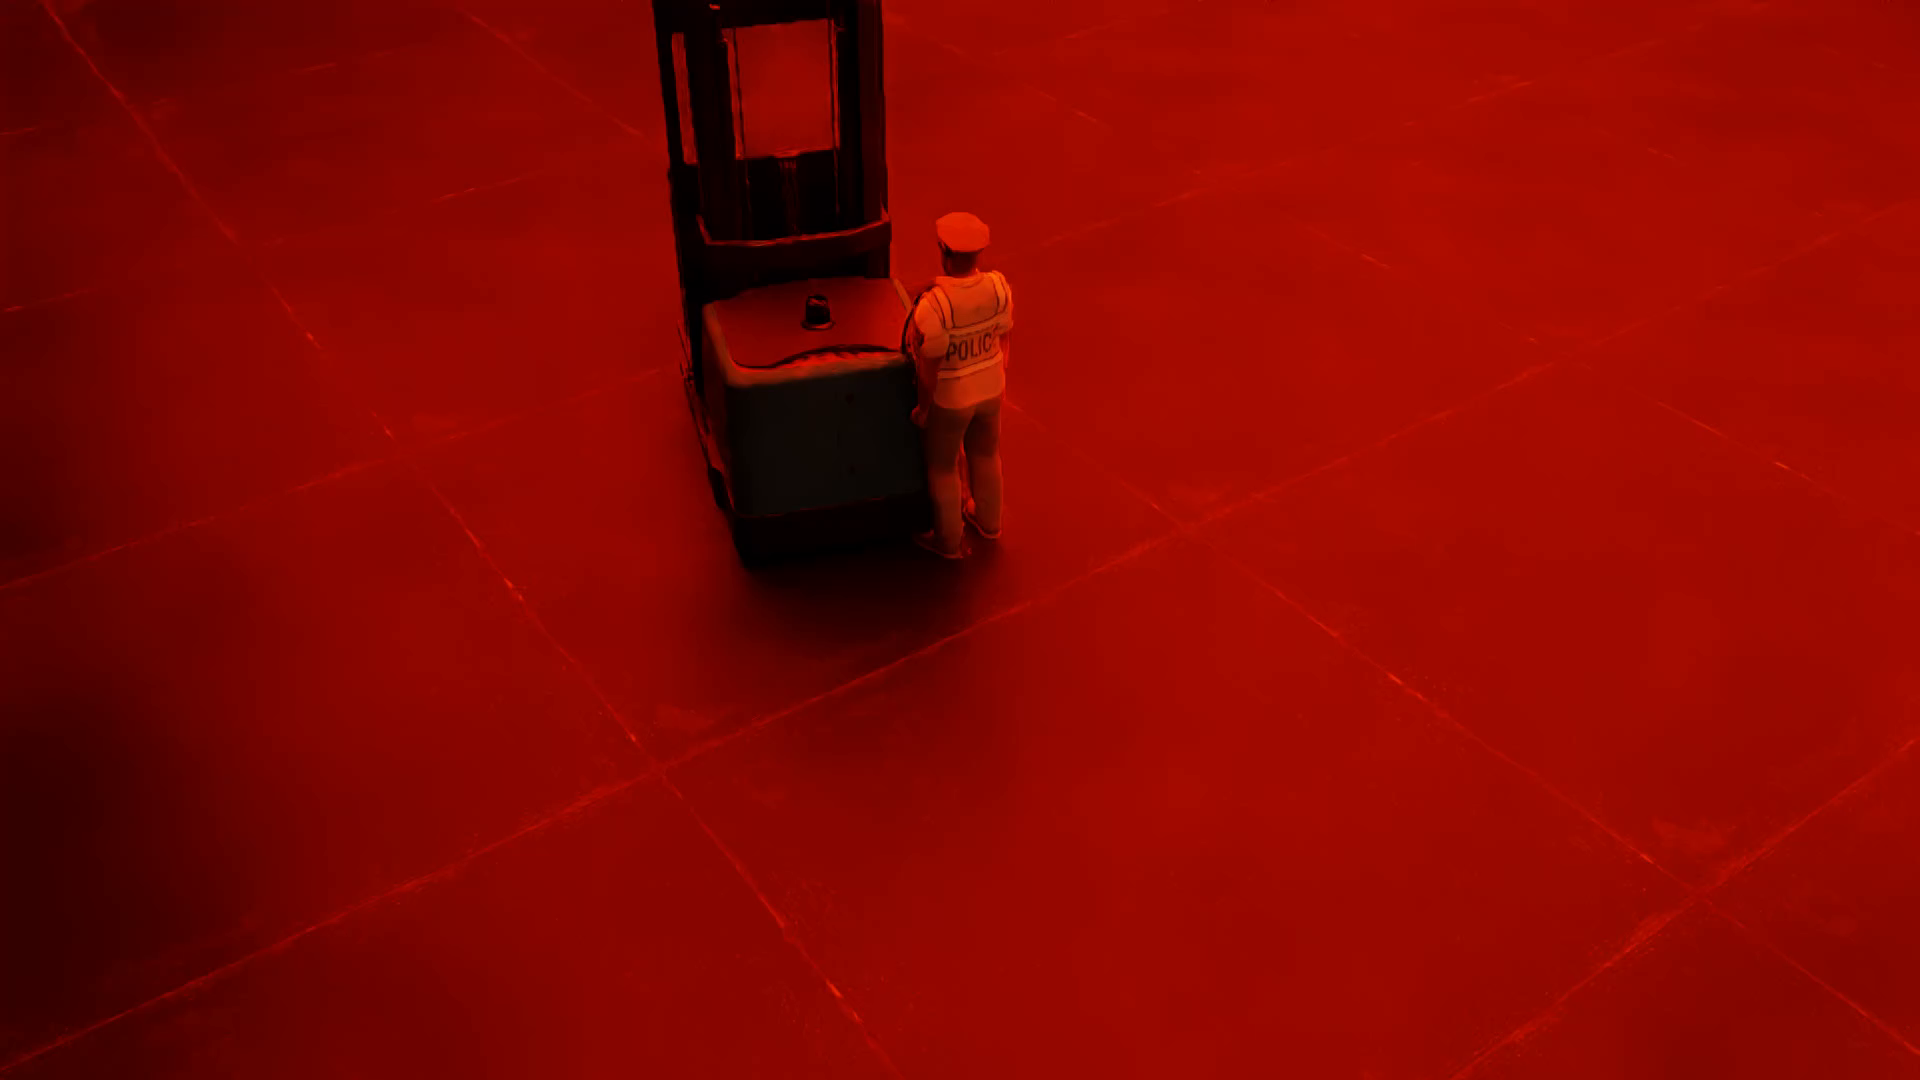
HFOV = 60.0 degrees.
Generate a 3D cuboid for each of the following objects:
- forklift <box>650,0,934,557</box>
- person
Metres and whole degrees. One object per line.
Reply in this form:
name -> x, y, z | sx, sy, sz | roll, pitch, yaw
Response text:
forklift -> -0.977, -1.972, 8.612 | 1.130, 2.935, 3.031 | -9, 37, -12
person -> -0.010, -0.718, 7.895 | 0.523, 1.769, 0.396 | -23, 42, -28
